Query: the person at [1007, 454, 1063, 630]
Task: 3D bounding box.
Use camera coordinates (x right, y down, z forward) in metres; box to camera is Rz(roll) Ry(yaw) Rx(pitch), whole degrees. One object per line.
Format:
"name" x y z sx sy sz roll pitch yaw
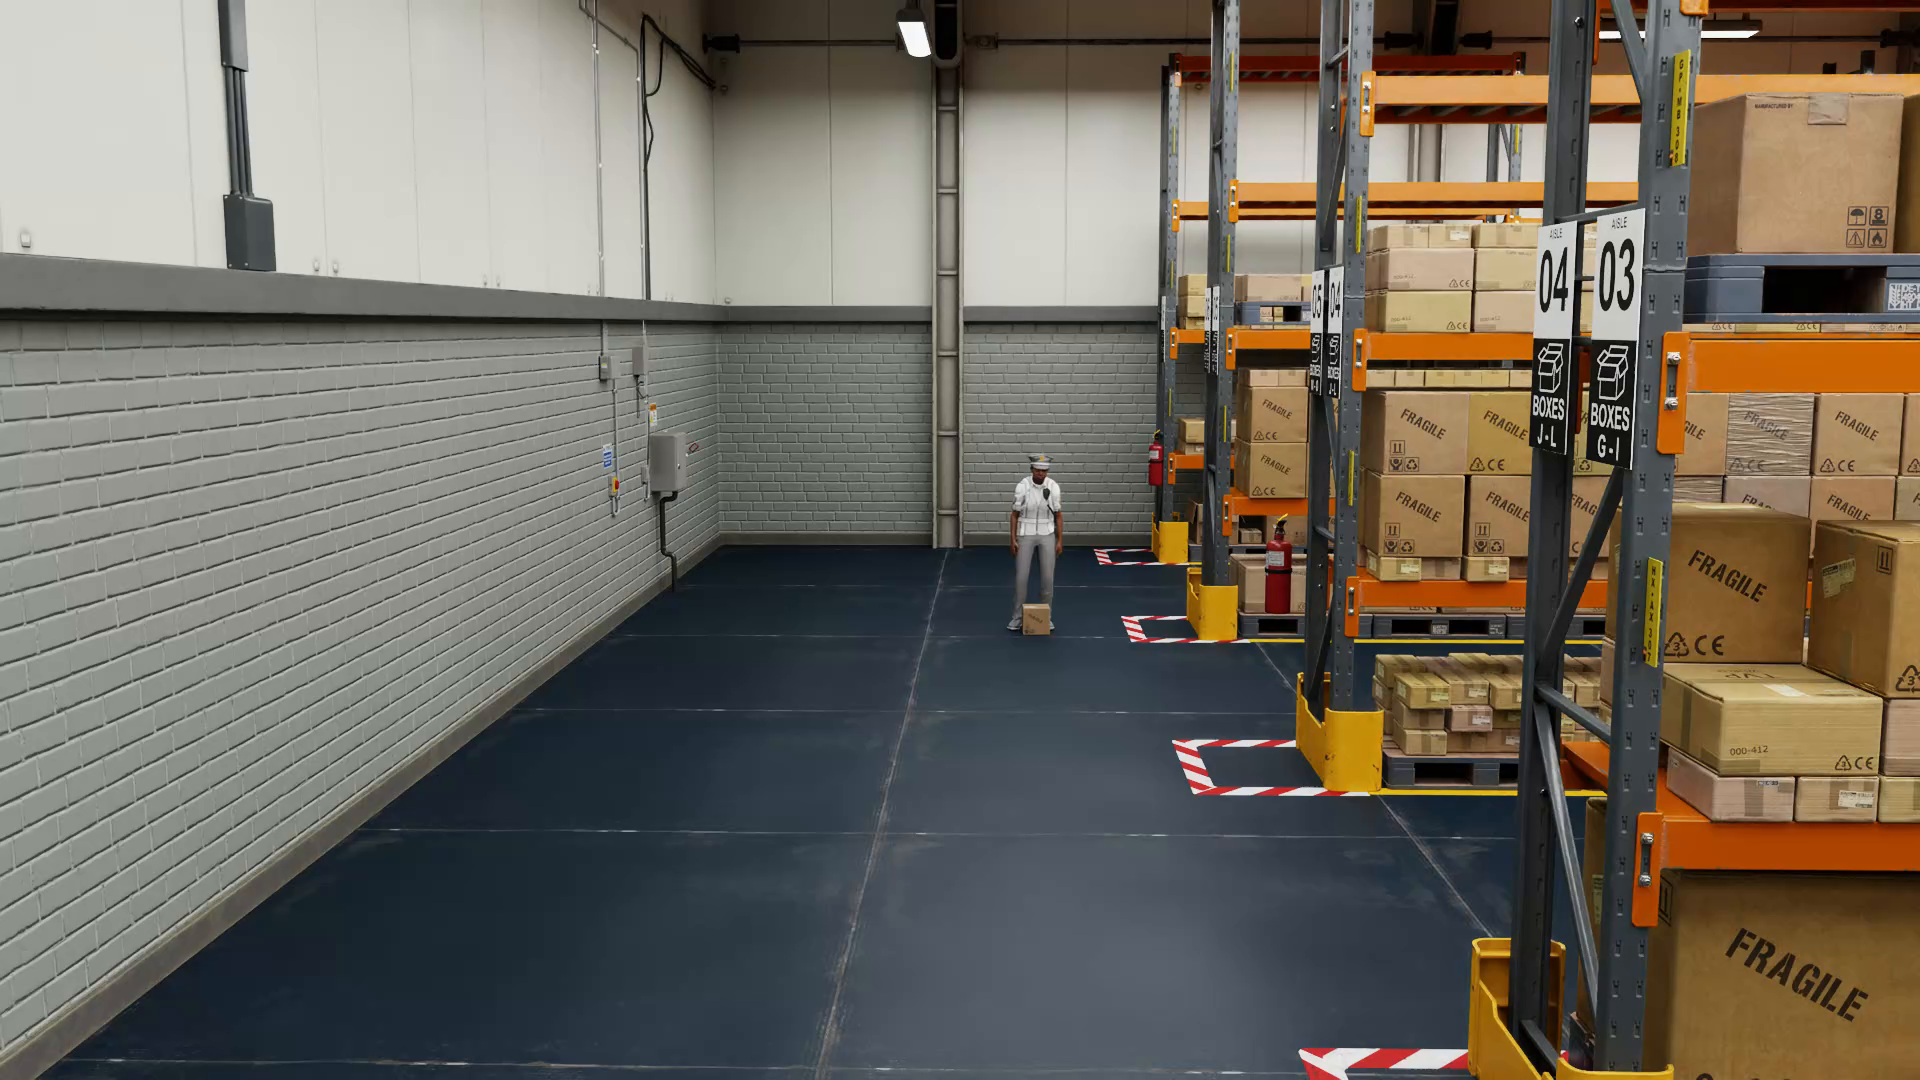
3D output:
"person" 0.708 0.011 15.680 0.532 1.661 0.396 0 7 -2
